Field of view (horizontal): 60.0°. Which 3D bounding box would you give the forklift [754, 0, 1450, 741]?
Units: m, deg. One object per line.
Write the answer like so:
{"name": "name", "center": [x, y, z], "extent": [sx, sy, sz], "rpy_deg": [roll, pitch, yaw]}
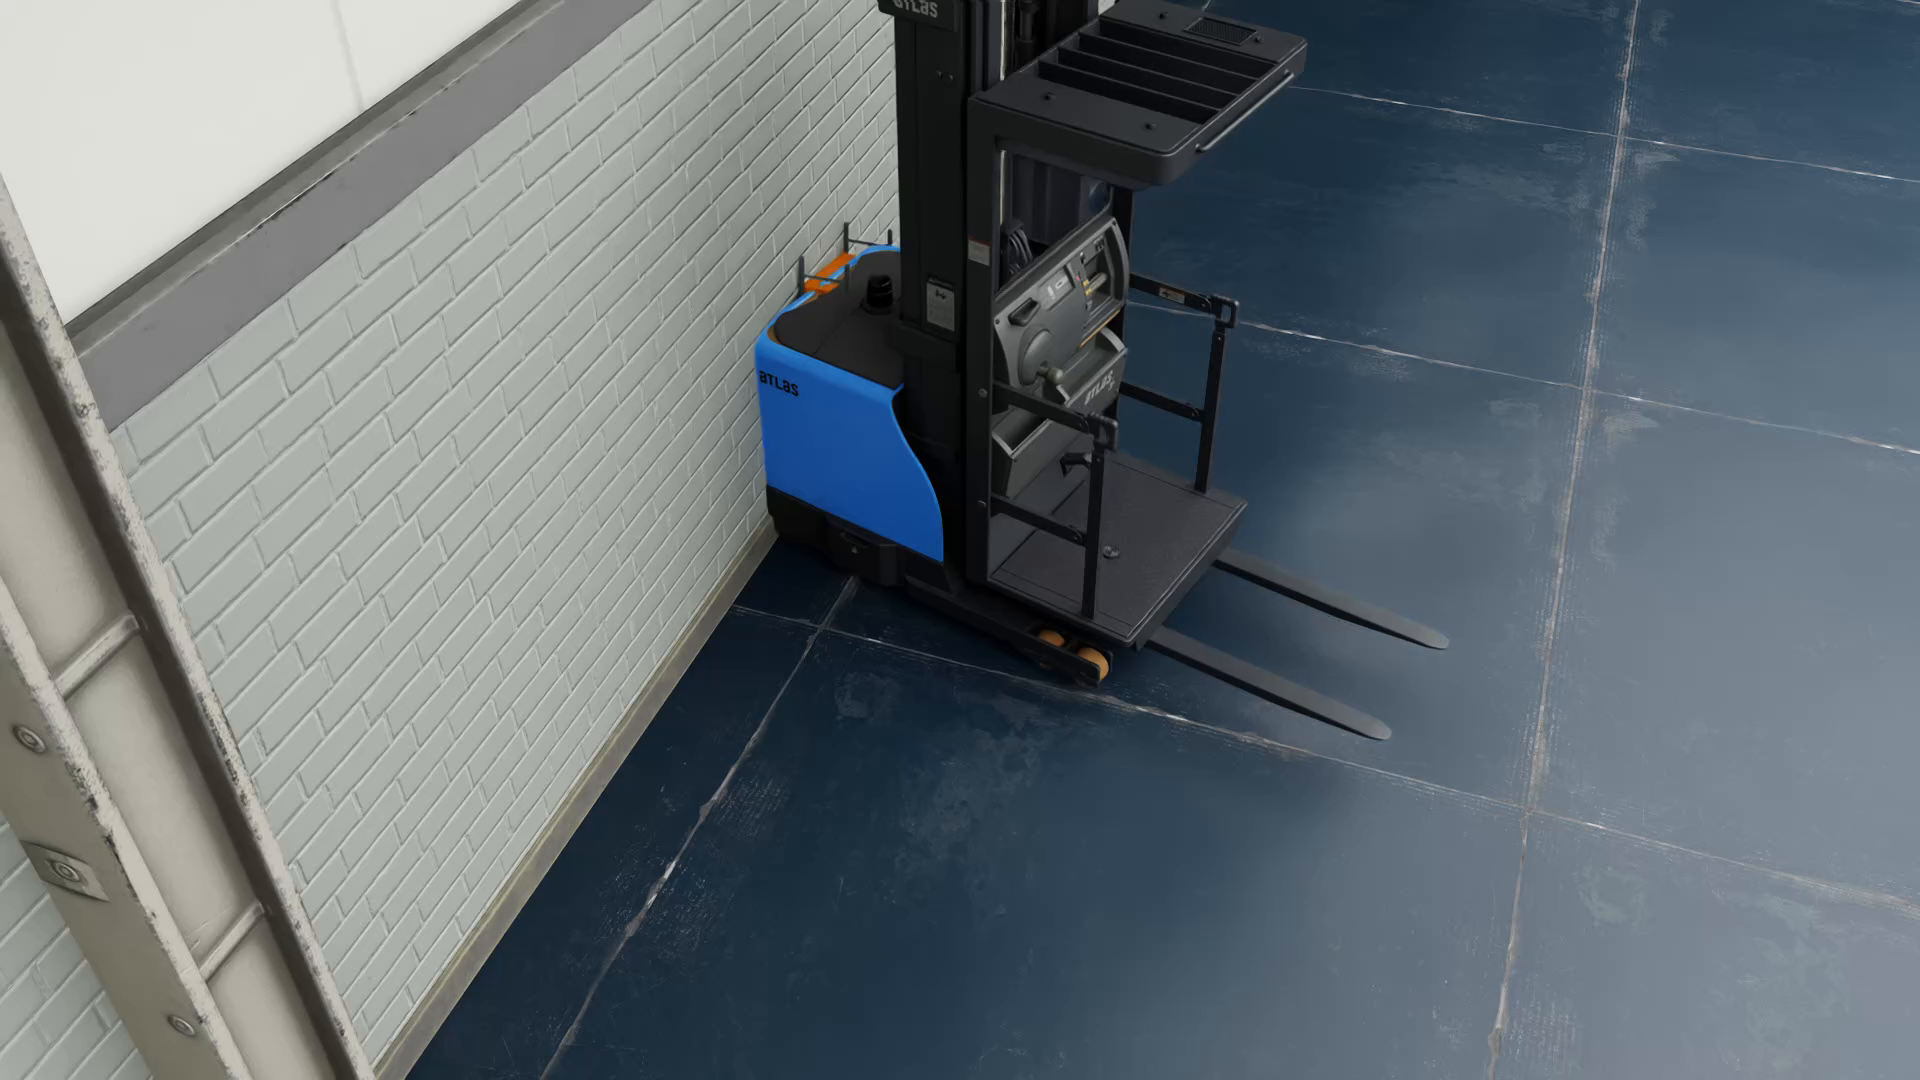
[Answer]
{"name": "forklift", "center": [0.582, -0.894, 6.493], "extent": [3.031, 2.935, 1.130], "rpy_deg": [23, 46, 25]}

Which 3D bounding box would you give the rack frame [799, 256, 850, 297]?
{"name": "rack frame", "center": [-0.612, -0.697, 7.539], "extent": [0.240, 1.200, 0.015], "rpy_deg": [12, 32, 16]}

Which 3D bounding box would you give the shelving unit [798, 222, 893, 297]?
{"name": "shelving unit", "center": [-0.527, -0.810, 7.738], "extent": [0.258, 1.200, 0.503], "rpy_deg": [12, 32, 16]}

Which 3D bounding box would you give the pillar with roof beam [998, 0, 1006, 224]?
{"name": "pillar with roof beam", "center": [4.170, -3.986, 5.443], "extent": [9.100, 9.000, 0.400], "rpy_deg": [13, 42, 15]}

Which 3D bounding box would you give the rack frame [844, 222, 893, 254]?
{"name": "rack frame", "center": [-0.443, -0.923, 7.937], "extent": [0.240, 1.200, 0.015], "rpy_deg": [12, 32, 16]}

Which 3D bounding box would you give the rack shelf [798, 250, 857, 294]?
{"name": "rack shelf", "center": [-0.513, -1.148, 7.539], "extent": [0.258, 0.148, 0.480], "rpy_deg": [12, 32, 16]}
